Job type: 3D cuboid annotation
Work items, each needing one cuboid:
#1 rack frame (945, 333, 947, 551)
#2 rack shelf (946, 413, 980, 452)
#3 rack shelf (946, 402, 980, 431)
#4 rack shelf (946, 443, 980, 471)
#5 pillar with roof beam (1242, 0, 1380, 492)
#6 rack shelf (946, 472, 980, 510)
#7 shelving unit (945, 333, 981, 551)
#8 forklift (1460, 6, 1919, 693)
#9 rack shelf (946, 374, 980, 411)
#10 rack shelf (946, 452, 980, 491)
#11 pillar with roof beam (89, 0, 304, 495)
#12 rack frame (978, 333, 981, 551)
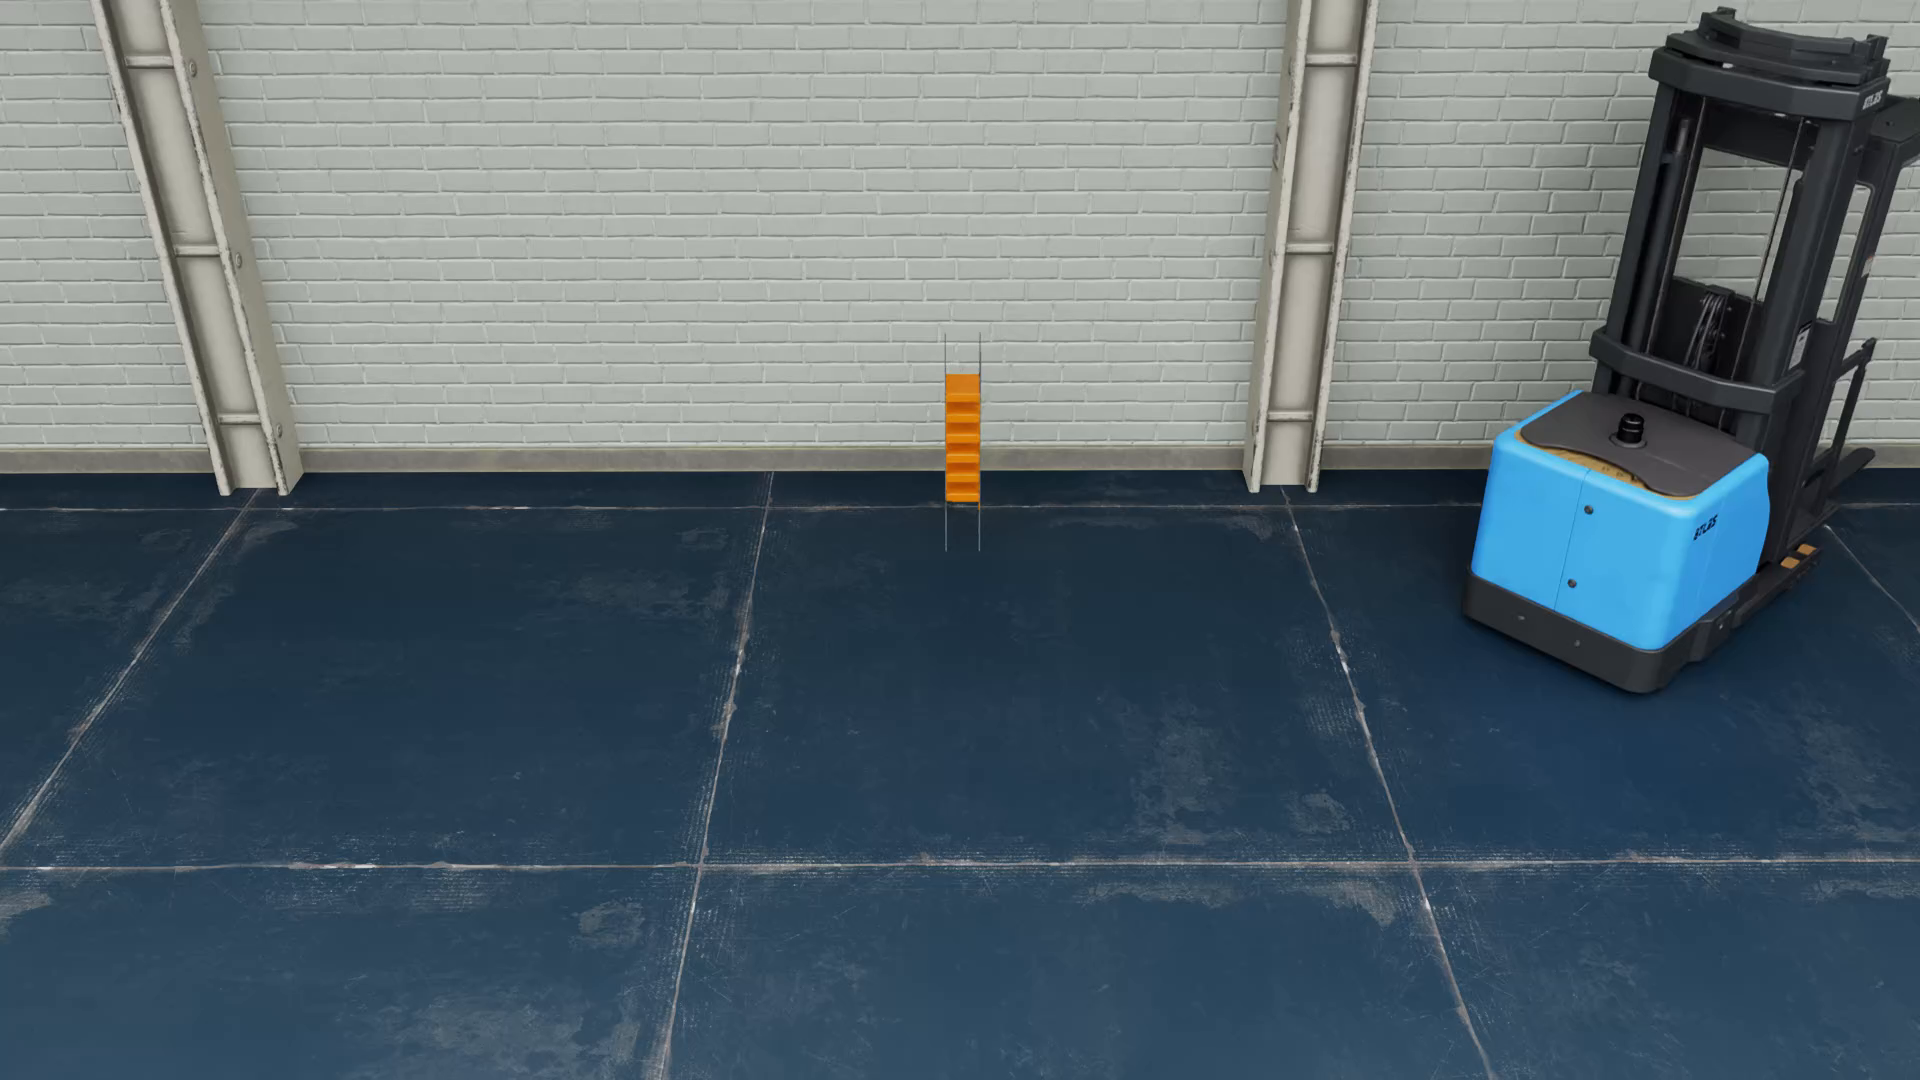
[{"bbox_3d":[-0.077,-0.513,8.938,0.006,1.200,0.240,0,31,0],"label":"rack frame"},{"bbox_3d":[0.014,-0.578,8.900,0.180,0.103,0.258,0,31,0],"label":"rack shelf"},{"bbox_3d":[0.014,-0.680,8.837,0.180,0.103,0.258,0,31,0],"label":"rack shelf"},{"bbox_3d":[0.014,-0.475,8.962,0.180,0.103,0.258,0,31,0],"label":"rack shelf"},{"bbox_3d":[1.915,-1.974,3.828,0.400,9.000,9.100,0,31,0],"label":"pillar with roof beam"},{"bbox_3d":[0.014,-0.270,9.086,0.180,0.103,0.258,0,31,0],"label":"rack shelf"},{"bbox_3d":[0.014,-0.513,8.939,0.189,1.200,0.258,0,31,0],"label":"shelving unit"},{"bbox_3d":[3.990,-1.173,8.358,3.031,2.935,1.130,-26,40,-36],"label":"forklift"},{"bbox_3d":[0.014,-0.783,8.775,0.180,0.103,0.258,0,31,0],"label":"rack shelf"},{"bbox_3d":[0.014,-0.372,9.024,0.180,0.103,0.258,0,31,0],"label":"rack shelf"},{"bbox_3d":[-4.085,-1.955,3.797,0.400,9.000,9.100,0,31,0],"label":"pillar with roof beam"},{"bbox_3d":[0.106,-0.513,8.939,0.006,1.200,0.240,0,31,0],"label":"rack frame"}]
